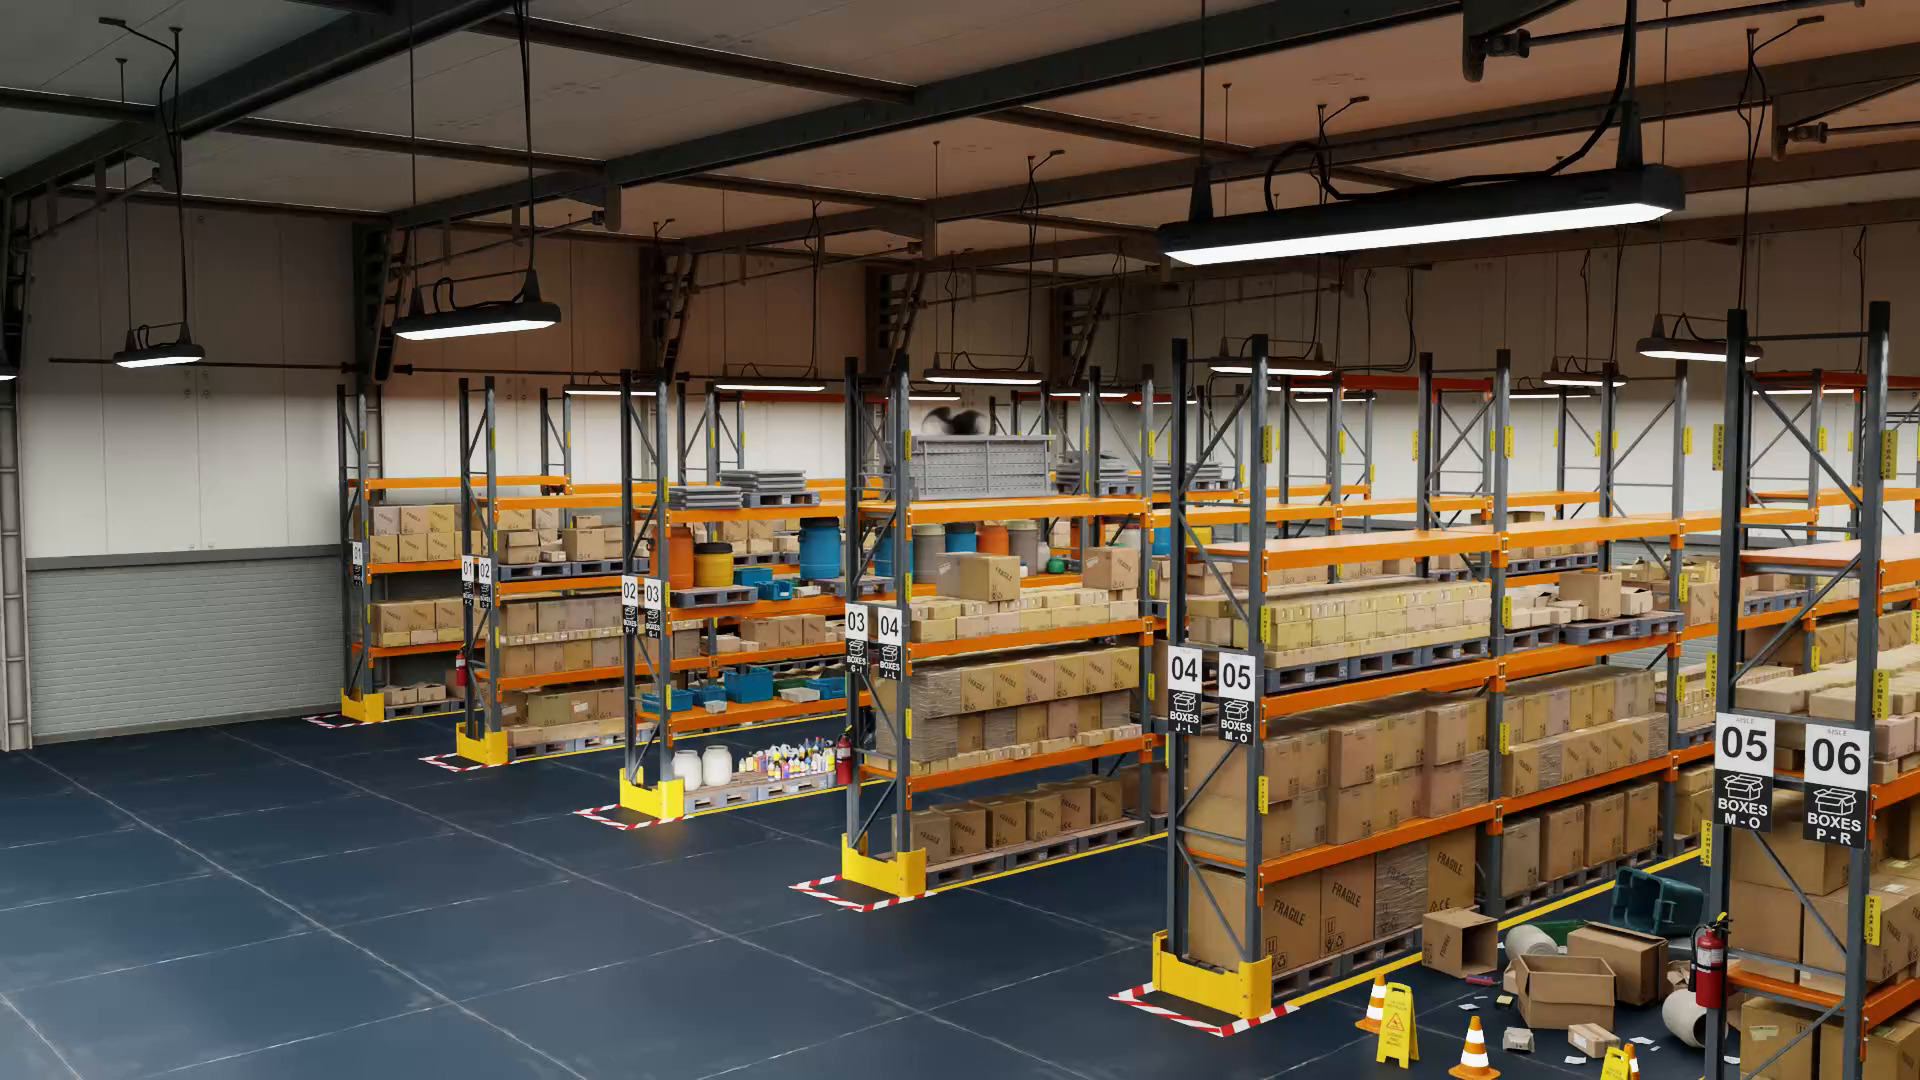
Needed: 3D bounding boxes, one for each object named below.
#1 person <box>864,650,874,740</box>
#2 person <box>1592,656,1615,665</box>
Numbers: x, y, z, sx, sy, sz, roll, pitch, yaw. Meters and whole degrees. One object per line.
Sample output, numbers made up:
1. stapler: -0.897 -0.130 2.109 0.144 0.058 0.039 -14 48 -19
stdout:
1. person: -1.304 2.574 27.542 0.986 1.590 0.540 -3 5 -34
2. person: 11.596 2.321 30.381 0.636 1.729 0.756 2 4 29
